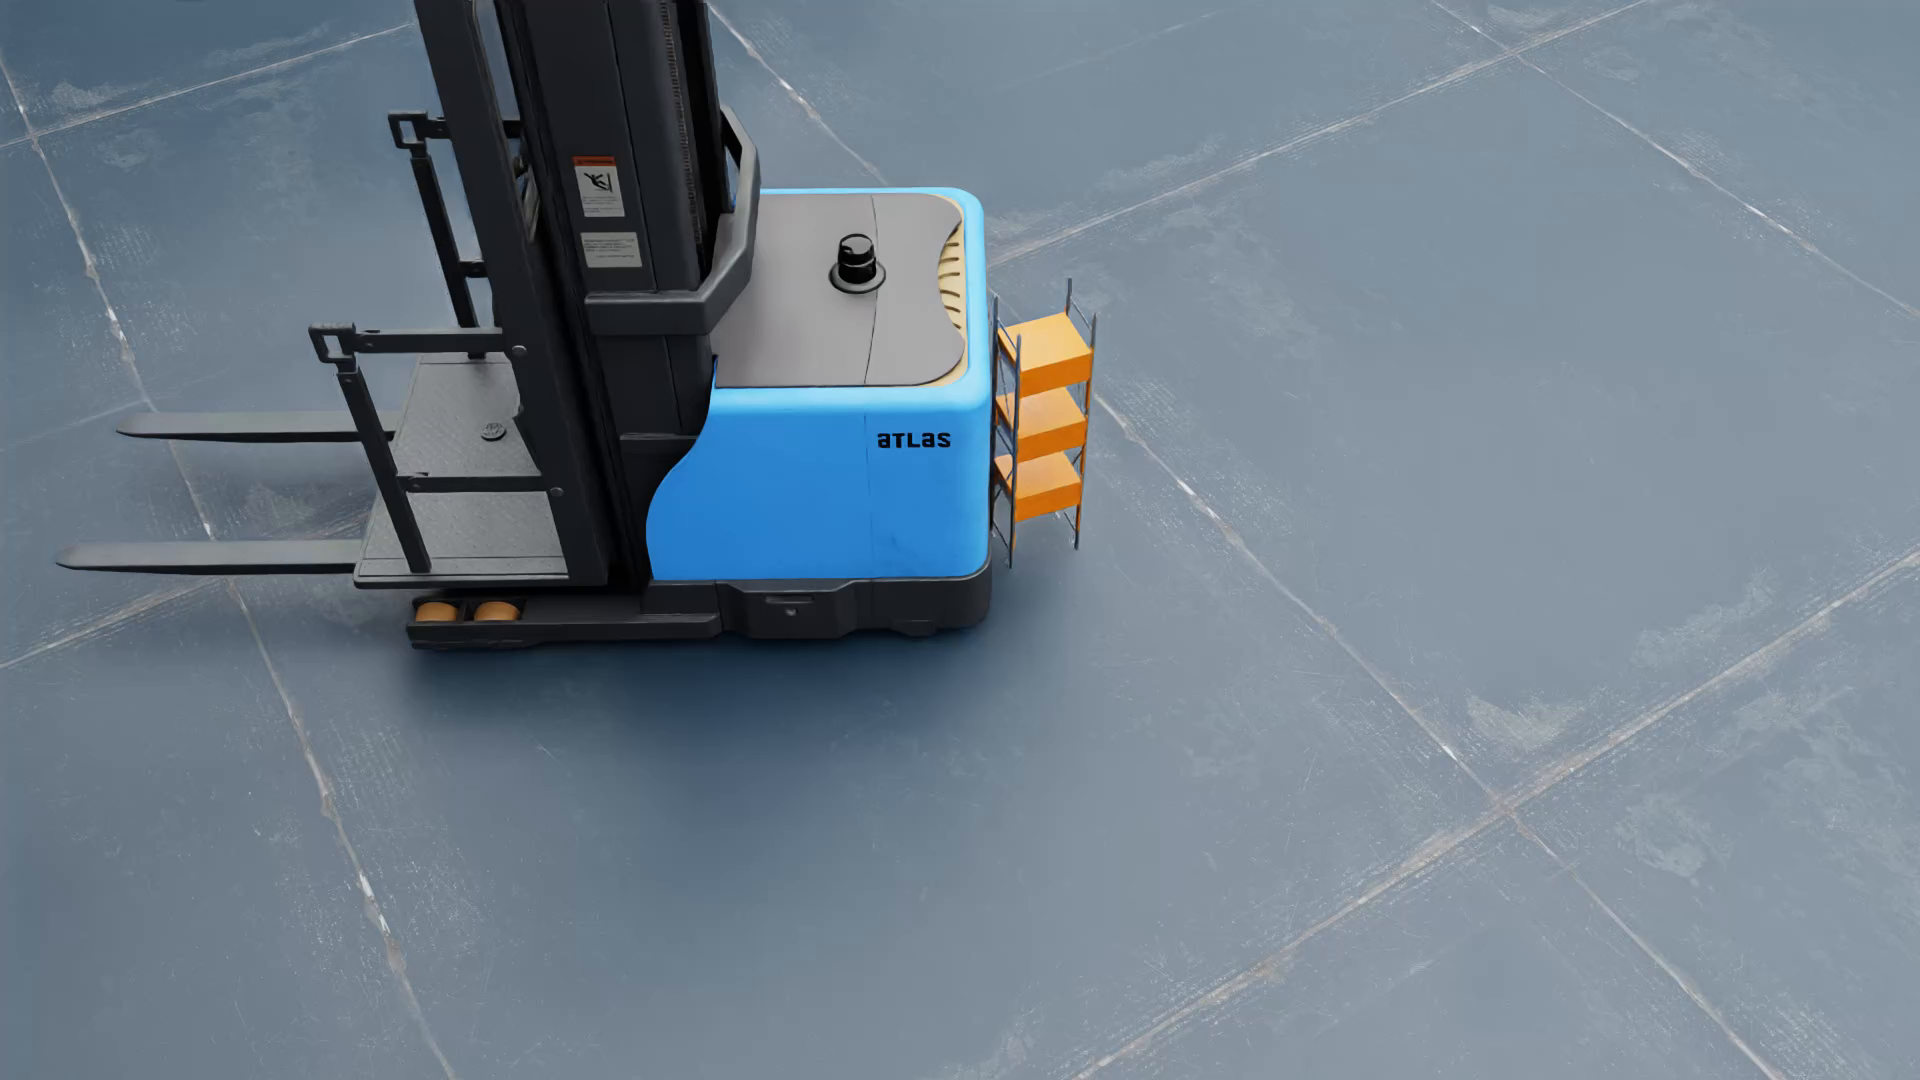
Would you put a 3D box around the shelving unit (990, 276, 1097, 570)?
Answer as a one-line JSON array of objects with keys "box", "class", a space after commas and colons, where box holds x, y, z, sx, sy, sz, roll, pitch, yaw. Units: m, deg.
[{"box": [0.254, -0.350, 5.359, 0.252, 1.050, 0.215, -16, 50, -14], "class": "shelving unit"}]

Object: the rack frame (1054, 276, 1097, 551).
[{"box": [0.368, -0.383, 5.388, 0.008, 1.050, 0.200, -16, 50, -14], "class": "rack frame"}]

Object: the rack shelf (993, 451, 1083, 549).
[{"box": [0.254, -0.158, 5.574, 0.240, 0.259, 0.215, -16, 50, -14], "class": "rack shelf"}]

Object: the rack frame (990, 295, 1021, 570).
[{"box": [0.141, -0.317, 5.329, 0.008, 1.050, 0.200, -16, 50, -14], "class": "rack frame"}]

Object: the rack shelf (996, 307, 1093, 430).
[{"box": [0.254, -0.532, 5.155, 0.240, 0.259, 0.215, -16, 50, -14], "class": "rack shelf"}]

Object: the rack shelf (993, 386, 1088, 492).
[{"box": [0.254, -0.343, 5.367, 0.240, 0.259, 0.215, -16, 50, -14], "class": "rack shelf"}]

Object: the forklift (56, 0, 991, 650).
[{"box": [-1.422, -1.017, 4.693, 3.031, 2.935, 1.130, -1, 48, -1], "class": "forklift"}]
